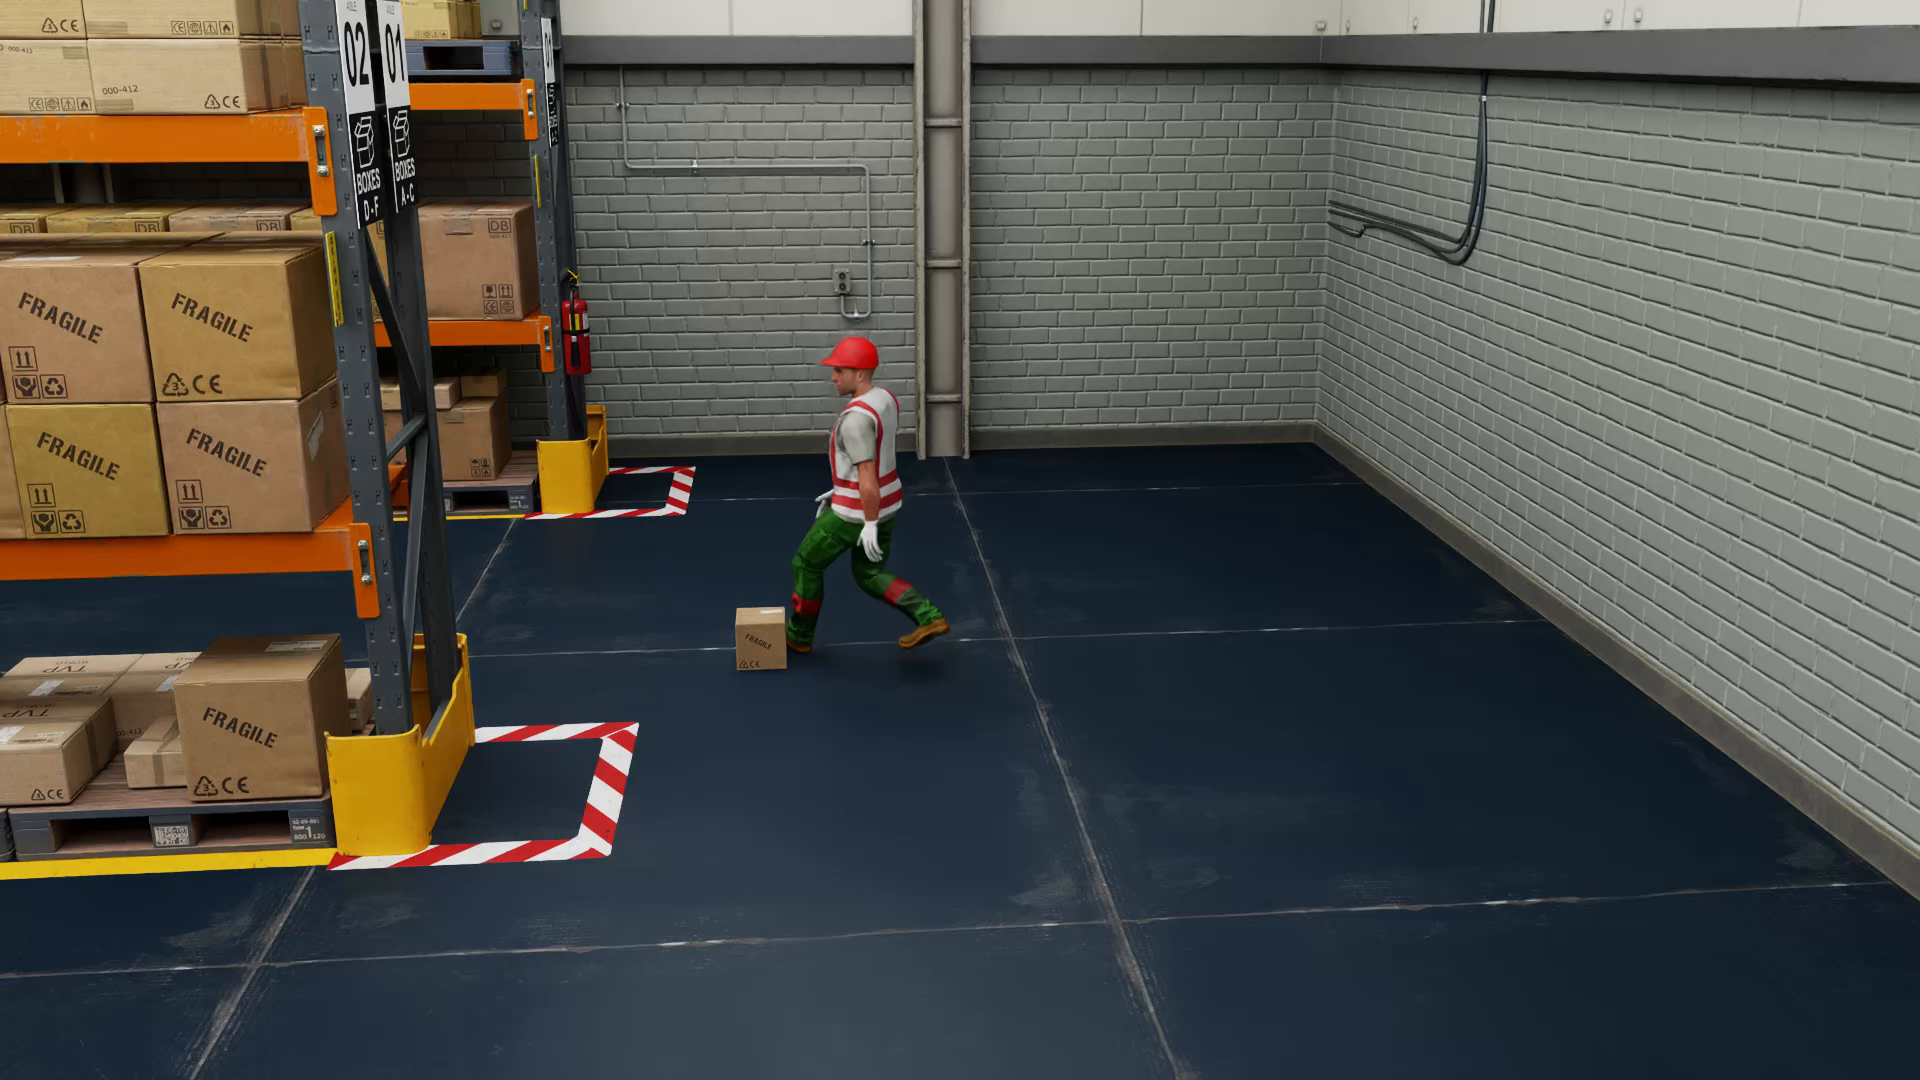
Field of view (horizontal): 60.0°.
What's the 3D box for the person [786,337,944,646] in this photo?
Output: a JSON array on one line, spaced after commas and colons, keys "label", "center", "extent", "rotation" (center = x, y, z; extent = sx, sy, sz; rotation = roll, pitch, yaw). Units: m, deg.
[{"label": "person", "center": [-0.513, -0.206, 8.290], "extent": [0.868, 1.634, 0.507], "rotation": [8, 18, 24]}]
